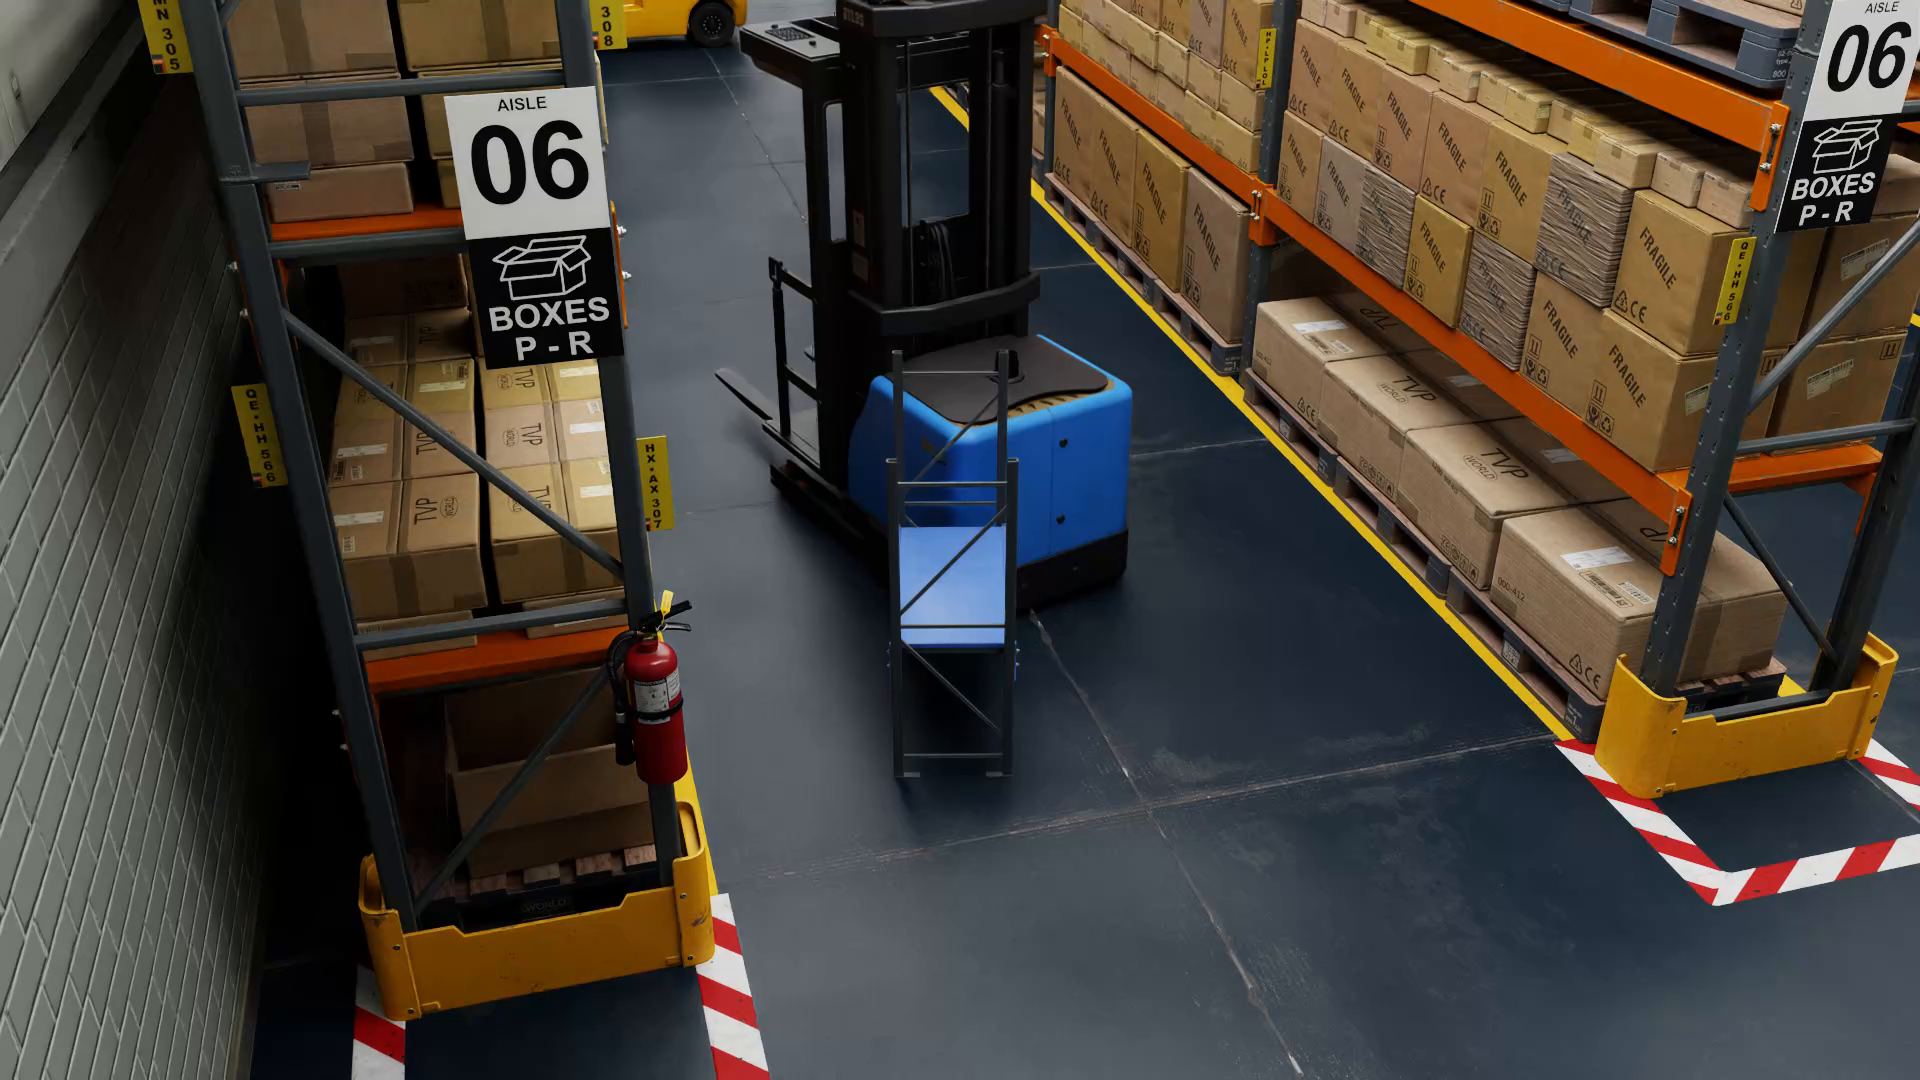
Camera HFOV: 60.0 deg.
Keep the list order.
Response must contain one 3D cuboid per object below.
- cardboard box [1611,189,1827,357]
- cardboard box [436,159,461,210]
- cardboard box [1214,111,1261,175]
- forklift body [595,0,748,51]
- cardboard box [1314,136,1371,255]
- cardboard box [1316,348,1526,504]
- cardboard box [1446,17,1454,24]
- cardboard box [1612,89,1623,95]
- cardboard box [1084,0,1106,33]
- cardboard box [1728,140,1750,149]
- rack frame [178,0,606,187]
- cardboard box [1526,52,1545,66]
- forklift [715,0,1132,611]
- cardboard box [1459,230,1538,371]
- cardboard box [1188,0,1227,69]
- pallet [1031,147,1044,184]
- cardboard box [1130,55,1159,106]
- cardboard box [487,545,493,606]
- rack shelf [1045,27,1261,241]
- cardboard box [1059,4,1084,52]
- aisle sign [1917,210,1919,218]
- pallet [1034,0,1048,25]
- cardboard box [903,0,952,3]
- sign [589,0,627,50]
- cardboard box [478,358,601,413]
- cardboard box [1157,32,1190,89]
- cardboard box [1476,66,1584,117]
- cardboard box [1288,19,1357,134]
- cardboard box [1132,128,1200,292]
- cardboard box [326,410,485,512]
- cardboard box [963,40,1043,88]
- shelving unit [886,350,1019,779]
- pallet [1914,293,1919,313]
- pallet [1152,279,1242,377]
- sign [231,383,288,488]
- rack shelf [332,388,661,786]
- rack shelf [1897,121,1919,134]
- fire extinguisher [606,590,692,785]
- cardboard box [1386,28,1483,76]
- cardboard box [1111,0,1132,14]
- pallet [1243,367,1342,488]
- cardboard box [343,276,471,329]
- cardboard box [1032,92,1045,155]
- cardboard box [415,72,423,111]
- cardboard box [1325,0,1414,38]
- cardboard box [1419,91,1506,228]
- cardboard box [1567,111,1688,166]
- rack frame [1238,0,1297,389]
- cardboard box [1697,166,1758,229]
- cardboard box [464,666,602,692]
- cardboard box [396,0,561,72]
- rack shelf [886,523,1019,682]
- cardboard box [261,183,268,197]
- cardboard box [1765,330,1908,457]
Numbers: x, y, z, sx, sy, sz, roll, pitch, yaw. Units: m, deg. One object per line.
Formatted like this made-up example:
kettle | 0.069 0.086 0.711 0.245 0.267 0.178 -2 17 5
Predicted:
cardboard box | 2.950 -1.065 6.498 0.500 0.500 0.500 -7 31 -12
cardboard box | -1.337 -1.100 4.913 0.380 0.149 0.250 -7 31 -12
cardboard box | 1.884 -2.438 10.118 0.500 0.250 0.500 -9 31 -14
forklift body | -3.462 -6.413 17.683 2.313 2.155 1.214 -8 31 -13
cardboard box | 2.248 -1.858 8.866 0.500 0.500 0.500 -8 31 -13
cardboard box | 2.547 -0.643 9.005 0.875 0.438 0.875 -9 31 -15
cardboard box | 2.657 -2.707 8.686 0.380 0.149 0.250 -8 31 -13
cardboard box | 3.150 -1.981 7.434 0.380 0.149 0.250 -8 31 -13
cardboard box | 1.217 -3.876 12.103 0.500 0.250 0.500 -7 31 -12
cardboard box | 3.384 -1.611 6.793 0.380 0.149 0.250 -7 31 -12
rack frame | -1.477 -2.323 3.780 1.000 3.000 0.127 -8 31 -13
cardboard box | 2.913 -2.344 8.060 0.380 0.149 0.250 -8 31 -14
forklift | -0.386 -1.555 8.511 1.130 2.935 3.031 -18 35 -28
cardboard box | 2.660 -1.120 7.592 0.500 0.500 0.500 -7 31 -12
cardboard box | 1.741 -3.227 10.233 0.500 0.500 0.500 -7 31 -12
pallet | 0.978 -3.422 14.452 1.003 0.211 1.213 -8 31 -13
cardboard box | 1.493 -3.179 11.398 0.500 0.250 0.500 -8 31 -13
cardboard box | -1.832 0.127 5.786 0.380 0.149 0.250 -7 31 -12
rack shelf | 1.715 -2.974 11.613 1.077 0.370 4.000 -8 31 -13
cardboard box | 1.072 -3.917 12.673 0.500 0.250 0.500 -8 31 -14
aisle sign | 3.606 -1.517 5.781 0.394 0.787 0.004 -8 31 -13
pallet | 0.892 -4.499 13.720 1.213 0.211 1.003 -8 31 -13
cardboard box | -0.293 -5.750 17.267 0.500 0.500 0.500 -8 31 -14
sign | -0.954 -1.475 4.437 0.100 0.325 0.005 -8 31 -13
cardboard box | -1.609 -0.533 6.529 0.500 0.250 0.500 -8 31 -14
cardboard box | 1.611 -3.142 10.834 0.500 0.250 0.500 -7 31 -12
cardboard box | 2.576 -2.030 7.517 0.380 0.149 0.250 -7 31 -12
cardboard box | 2.139 -2.534 9.035 0.500 0.500 0.500 -8 31 -13
cardboard box | 1.757 -2.306 11.442 0.875 0.875 0.875 -7 31 -12
cardboard box | -1.991 -0.226 5.999 0.500 0.250 0.500 -8 31 -13
cardboard box | 0.458 -4.628 15.956 0.950 0.372 0.625 -6 31 -10
shelving unit | -0.035 0.093 7.092 0.538 1.500 1.048 0 30 -1
pallet | 7.204 -1.500 11.131 1.003 0.211 1.213 -8 31 -13
pallet | 1.969 -1.476 11.089 1.003 0.211 1.213 -8 31 -13
sign | -2.017 -0.300 4.802 0.100 0.325 0.005 -8 31 -13
rack shelf | -2.008 -0.381 7.132 1.077 0.370 4.000 -8 31 -13
rack shelf | 6.461 -3.681 12.834 1.077 0.370 4.000 -8 31 -13
fire extinguisher | -0.992 0.478 5.379 0.296 0.674 0.183 -8 31 -13
cardboard box | 2.321 -2.390 8.139 0.380 0.149 0.250 -9 31 -15
cardboard box | 1.343 -3.967 11.511 0.500 0.500 0.500 -7 31 -12
pallet | 2.372 -0.735 9.810 1.003 0.211 1.213 -8 31 -13
cardboard box | -2.393 -0.956 7.260 0.500 0.250 0.500 -7 31 -12
cardboard box | 1.044 -3.570 14.128 0.950 0.372 0.625 -10 32 -17
cardboard box | -1.486 -1.582 5.347 0.500 0.250 0.500 -7 31 -12
cardboard box | 2.163 -2.768 8.792 0.380 0.149 0.250 -7 31 -13
cardboard box | 2.523 -1.796 7.761 0.500 0.500 0.500 -8 31 -14
cardboard box | 2.752 -1.651 6.863 0.380 0.149 0.250 -7 31 -12
rack frame | 2.246 -2.320 9.764 1.000 3.000 0.127 -8 31 -13
cardboard box | 3.019 -1.291 6.241 0.380 0.149 0.250 -7 31 -13
cardboard box | -1.737 0.448 7.058 0.700 0.500 0.500 -7 31 -11
cardboard box | -1.353 -1.552 4.797 0.500 0.250 0.500 -8 31 -14
rack shelf | -0.035 0.249 7.182 0.538 0.185 1.000 0 30 -1
cardboard box | -1.914 -1.159 5.014 0.380 0.149 0.250 -7 31 -12
cardboard box | 3.457 -0.701 6.867 0.500 0.500 0.500 -8 31 -14
